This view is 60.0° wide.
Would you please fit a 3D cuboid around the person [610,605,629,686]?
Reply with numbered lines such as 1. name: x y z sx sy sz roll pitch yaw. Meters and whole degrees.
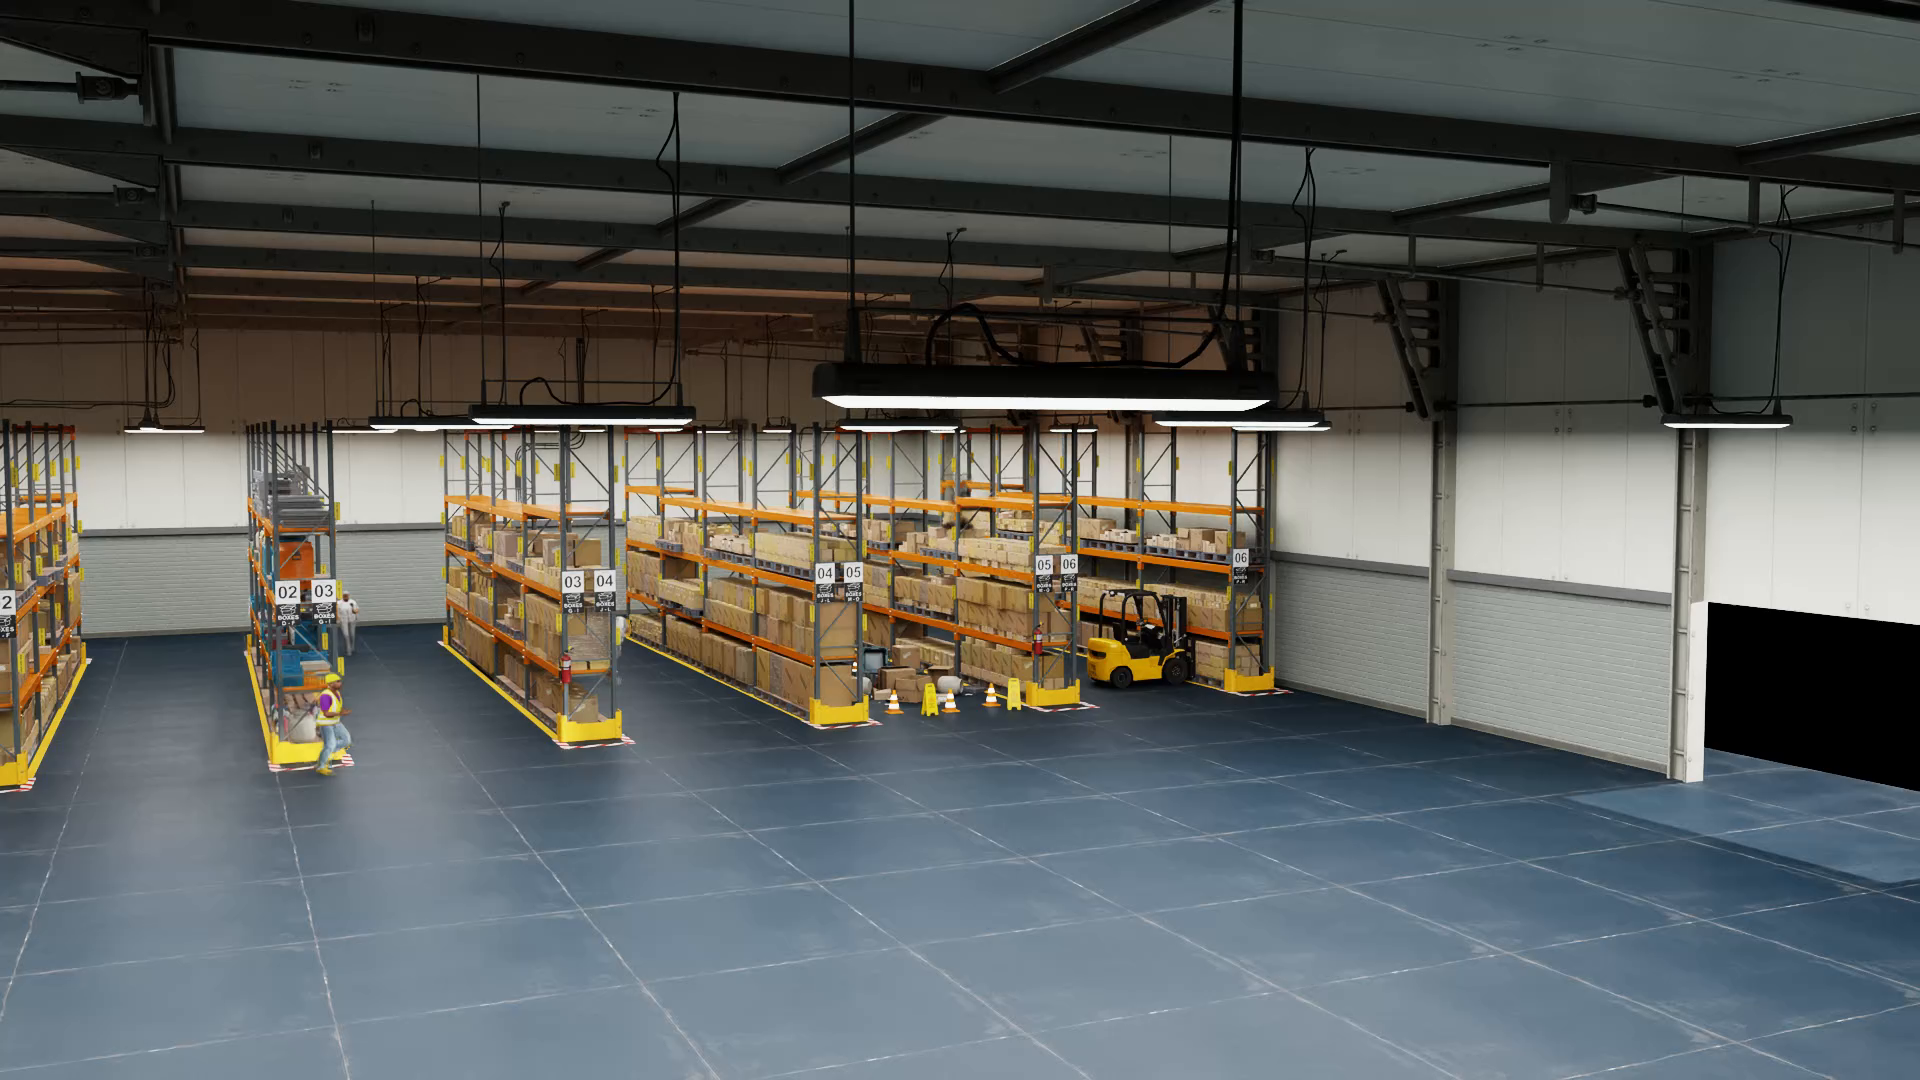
1. person: -8.016 2.408 38.509 0.662 1.828 0.899 -3 4 -37

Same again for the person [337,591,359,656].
1. person: -16.067 2.174 43.602 0.607 1.706 0.819 -2 4 -30

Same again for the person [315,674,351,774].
1. person: -10.583 3.099 28.098 0.700 1.709 0.746 0 4 2
